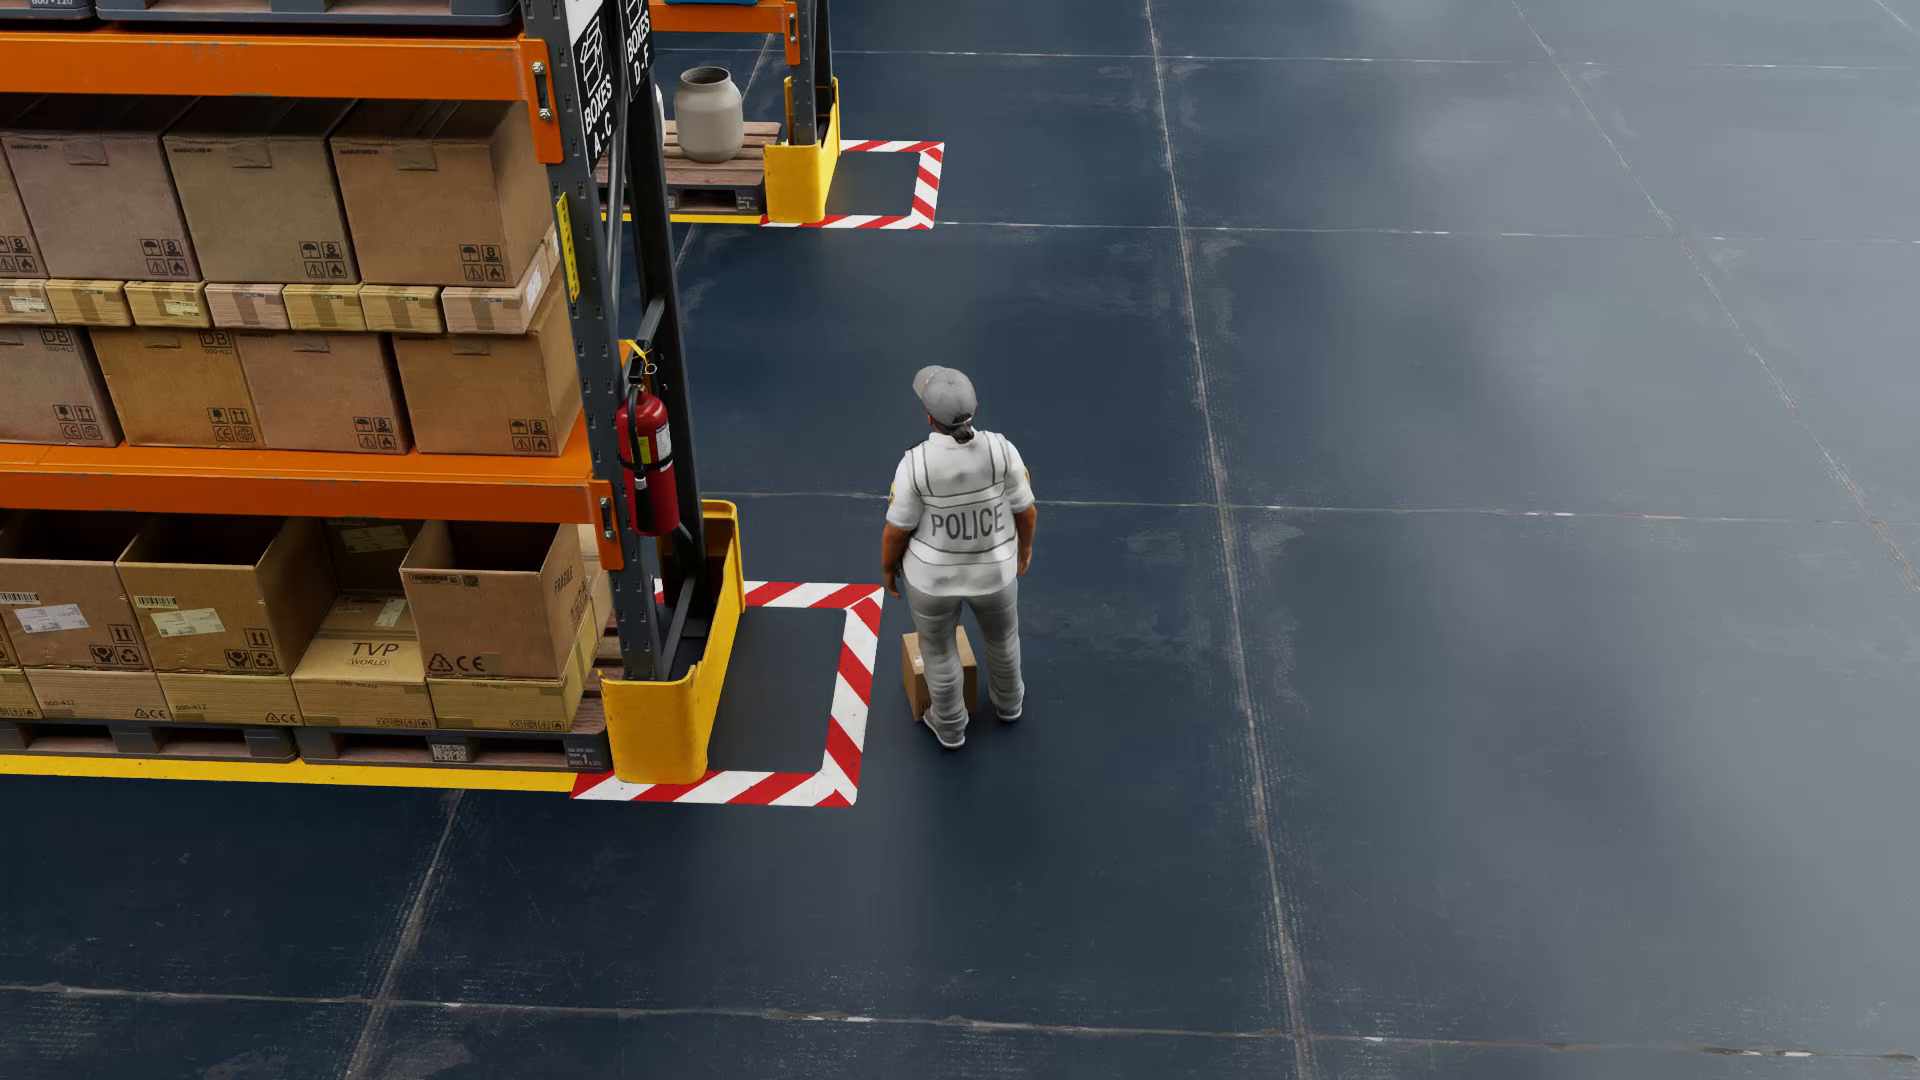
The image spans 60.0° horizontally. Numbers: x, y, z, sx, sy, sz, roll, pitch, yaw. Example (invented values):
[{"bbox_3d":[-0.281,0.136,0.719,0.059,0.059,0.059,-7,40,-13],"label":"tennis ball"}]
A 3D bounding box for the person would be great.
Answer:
[{"bbox_3d":[-0.001,0.054,6.053,0.598,1.670,0.529,-7,36,-9],"label":"person"}]
